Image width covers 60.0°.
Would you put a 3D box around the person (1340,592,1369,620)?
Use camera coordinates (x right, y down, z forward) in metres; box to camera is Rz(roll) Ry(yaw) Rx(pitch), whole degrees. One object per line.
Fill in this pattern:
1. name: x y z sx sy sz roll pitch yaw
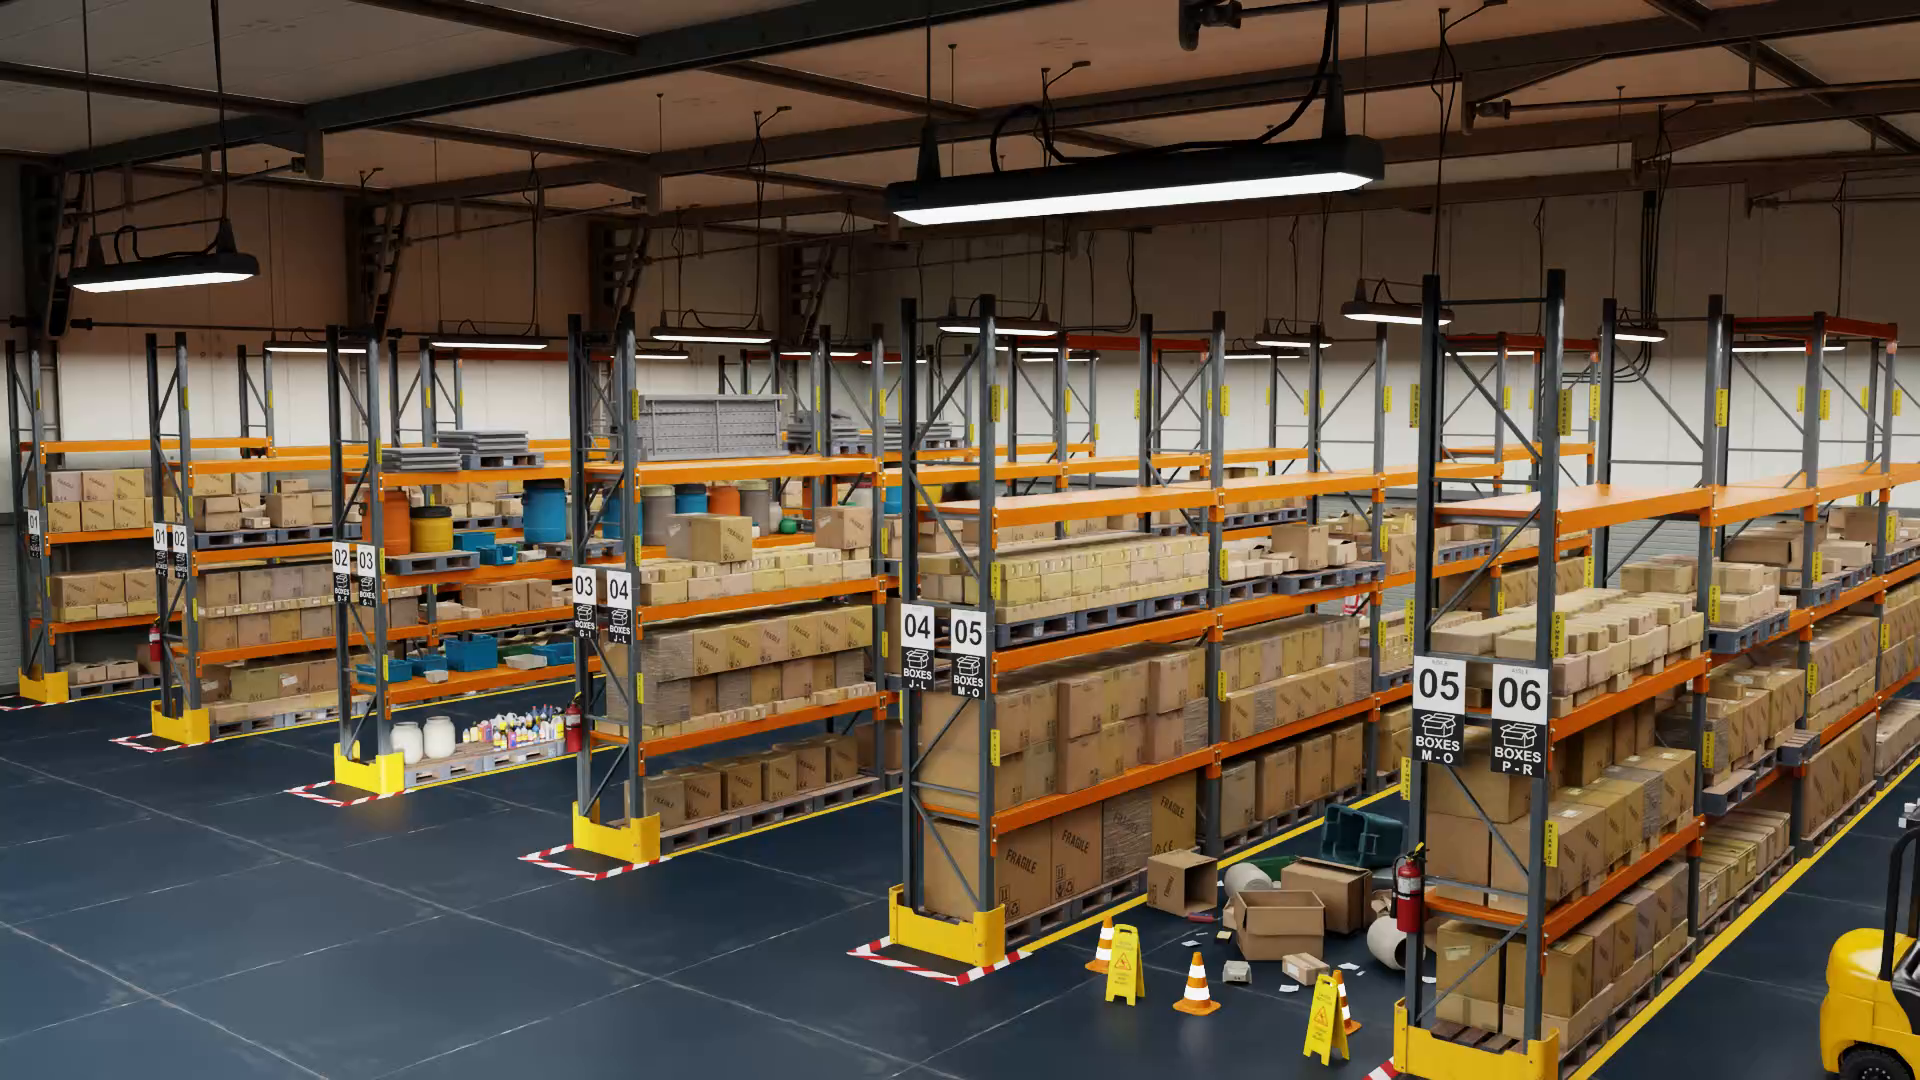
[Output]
1. person: 7.435 1.474 31.493 0.481 1.827 0.560 -2 6 -24
